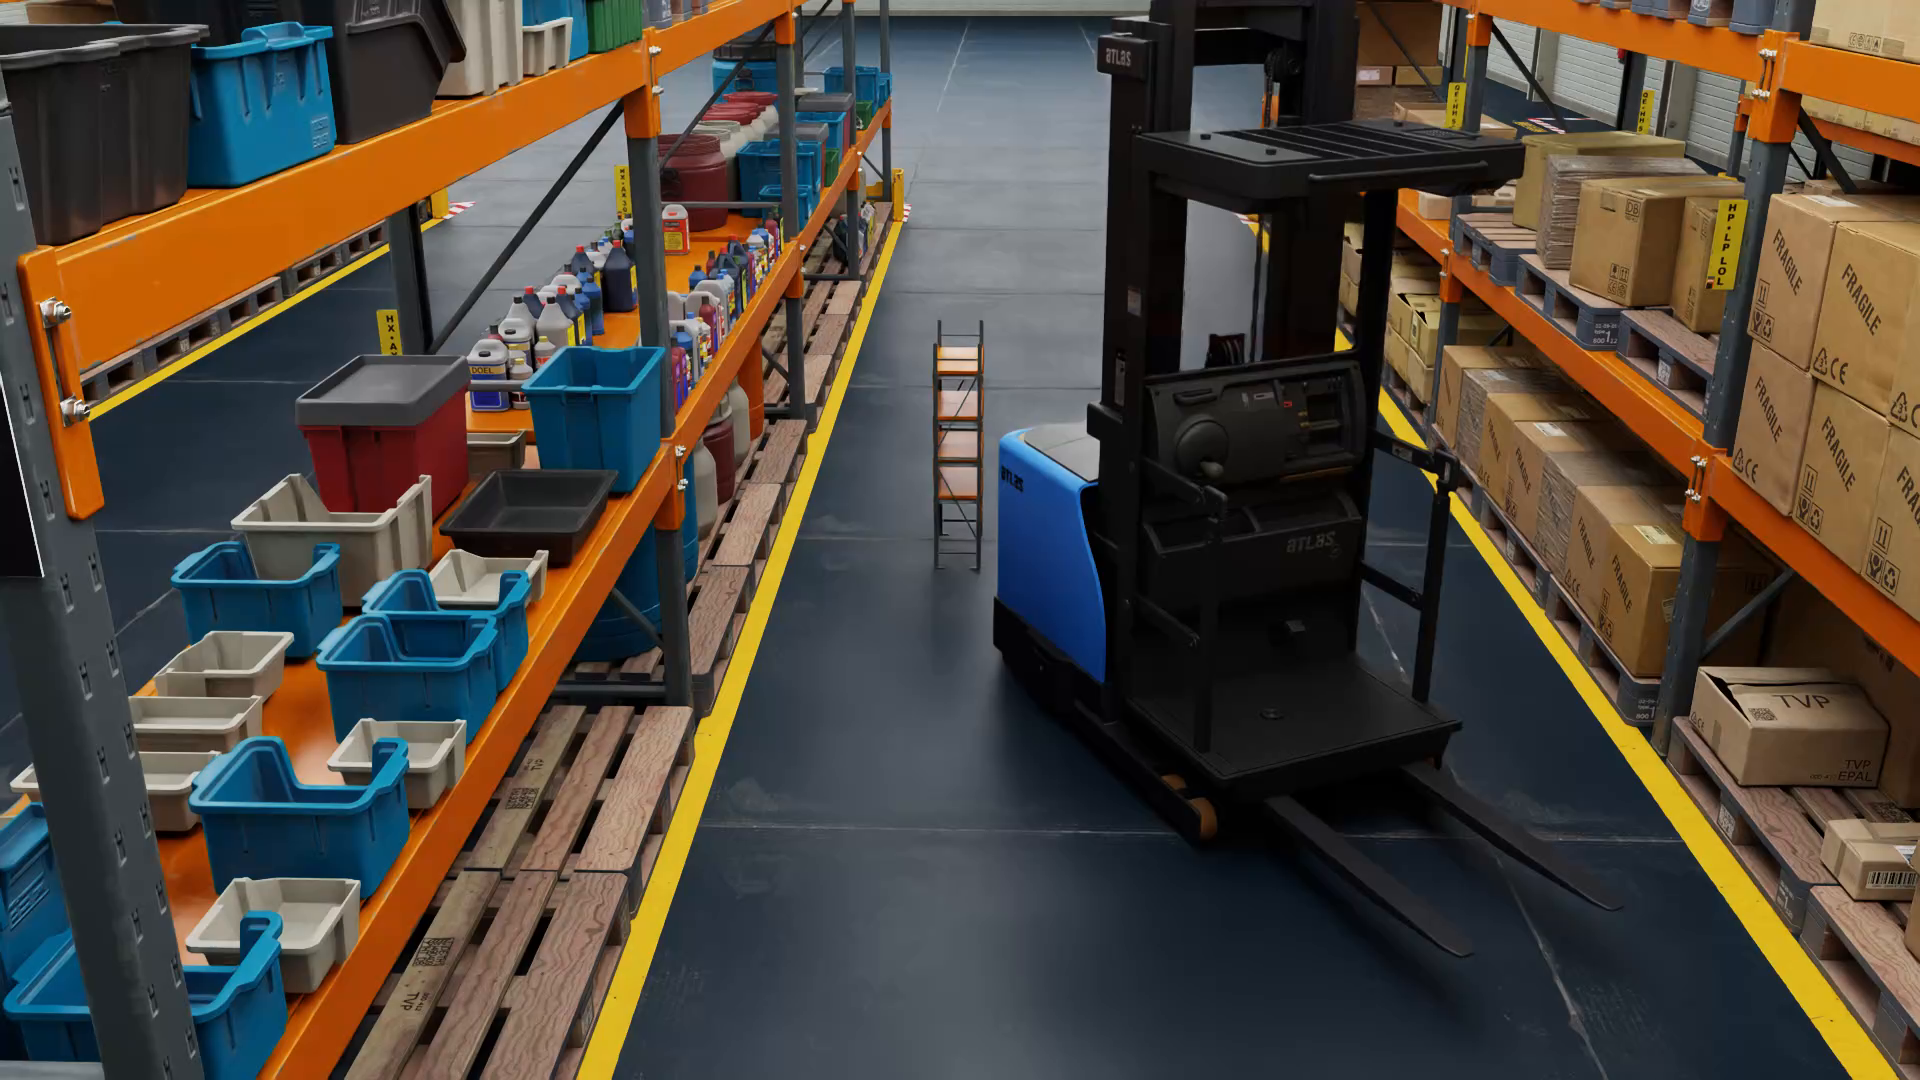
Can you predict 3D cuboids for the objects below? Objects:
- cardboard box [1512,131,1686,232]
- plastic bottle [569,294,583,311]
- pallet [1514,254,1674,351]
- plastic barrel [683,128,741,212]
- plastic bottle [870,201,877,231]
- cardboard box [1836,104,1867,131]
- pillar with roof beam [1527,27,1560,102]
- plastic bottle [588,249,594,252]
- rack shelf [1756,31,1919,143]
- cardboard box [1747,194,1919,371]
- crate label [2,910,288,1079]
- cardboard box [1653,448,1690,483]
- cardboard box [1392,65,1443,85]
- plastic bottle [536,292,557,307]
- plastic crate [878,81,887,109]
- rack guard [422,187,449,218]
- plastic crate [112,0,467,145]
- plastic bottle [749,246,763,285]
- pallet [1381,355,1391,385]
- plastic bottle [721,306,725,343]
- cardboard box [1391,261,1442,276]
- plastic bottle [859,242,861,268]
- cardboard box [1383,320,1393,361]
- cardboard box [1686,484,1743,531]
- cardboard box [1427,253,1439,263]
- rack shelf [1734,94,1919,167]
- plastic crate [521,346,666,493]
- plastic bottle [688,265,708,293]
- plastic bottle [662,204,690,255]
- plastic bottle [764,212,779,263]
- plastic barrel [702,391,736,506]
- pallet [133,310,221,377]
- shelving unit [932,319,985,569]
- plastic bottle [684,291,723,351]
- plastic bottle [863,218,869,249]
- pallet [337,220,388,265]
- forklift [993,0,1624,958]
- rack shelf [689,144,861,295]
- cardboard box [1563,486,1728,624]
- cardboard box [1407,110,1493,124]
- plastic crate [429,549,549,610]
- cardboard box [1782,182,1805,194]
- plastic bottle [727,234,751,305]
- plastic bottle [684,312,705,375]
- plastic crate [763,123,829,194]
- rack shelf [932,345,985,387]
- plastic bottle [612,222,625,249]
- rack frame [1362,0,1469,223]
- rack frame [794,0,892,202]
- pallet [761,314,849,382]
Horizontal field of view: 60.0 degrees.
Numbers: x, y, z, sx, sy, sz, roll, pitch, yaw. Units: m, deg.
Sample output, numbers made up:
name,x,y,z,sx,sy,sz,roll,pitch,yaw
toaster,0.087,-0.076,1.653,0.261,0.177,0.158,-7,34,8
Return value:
name,x,y,z,sx,sy,sz,roll,pitch,yaw
cardboard box,3.557,-1.987,9.285,0.700,0.500,0.500,-7,22,-16
plastic bottle,-1.769,-0.989,7.609,0.097,0.271,0.097,0,21,0
pallet,3.409,-1.181,8.191,1.003,0.211,1.213,1,21,2
plastic barrel,-1.670,-2.456,11.057,0.421,0.512,0.421,0,21,0
plastic bottle,-0.848,-3.149,16.146,0.061,0.283,0.133,1,21,3
cardboard box,8.271,-3.843,14.966,0.500,0.250,0.500,1,21,1
pillar with roof beam,5.563,-11.733,26.829,9.100,9.000,0.400,1,21,2
plastic bottle,-1.890,-1.357,8.558,0.097,0.271,0.097,0,21,0
rack shelf,3.281,-0.867,3.965,1.077,0.370,4.000,1,21,2
cardboard box,3.046,-0.873,5.611,0.500,0.500,0.500,1,21,3
crate label,-1.395,0.827,2.898,0.416,0.233,0.303,1,21,2
cardboard box,3.630,-0.450,7.854,0.500,0.250,0.500,1,21,2
cardboard box,3.787,-3.864,13.806,0.380,0.149,0.250,1,21,2
plastic bottle,-1.894,-0.986,7.595,0.152,0.276,0.135,1,21,2
plastic crate,-0.986,-4.434,16.515,0.499,0.251,0.408,1,21,2
rack guard,-6.198,-3.784,18.089,1.175,0.500,0.348,1,21,2
plastic crate,-1.410,-1.056,3.542,0.504,0.338,0.767,1,21,2
plastic bottle,-1.117,-1.485,8.984,0.097,0.201,0.097,0,21,0
pallet,3.567,-1.411,12.373,1.003,0.211,1.213,1,21,2
plastic bottle,-1.156,-1.030,7.812,0.097,0.201,0.097,0,21,0
cardboard box,3.278,-1.893,12.205,0.500,0.311,0.500,1,21,3
plastic bottle,-0.918,-2.519,14.539,0.097,0.271,0.097,0,21,0
cardboard box,3.266,-1.449,11.836,0.500,0.250,0.500,1,21,3
cardboard box,3.605,0.068,7.555,0.500,0.500,0.500,1,21,2
cardboard box,3.832,-2.077,12.681,0.500,0.311,0.500,1,21,1
rack shelf,8.597,-3.754,15.553,1.077,0.370,4.000,1,21,2
plastic crate,-1.283,-0.431,5.933,0.392,0.384,0.575,1,21,2
plastic bottle,-1.287,-1.219,8.201,0.097,0.271,0.097,0,21,0
plastic bottle,-1.672,-1.817,9.737,0.152,0.276,0.135,1,21,2
plastic bottle,-1.081,-1.741,9.530,0.061,0.283,0.133,1,21,2
plastic barrel,-1.520,-0.516,8.964,0.600,0.588,0.708,1,21,2
pallet,-6.373,-1.506,12.620,1.003,0.211,1.213,1,21,2
shelving unit,-0.005,-0.500,8.658,0.258,1.200,0.503,1,21,2
plastic bottle,-1.186,-1.023,7.691,0.152,0.276,0.135,1,21,2
plastic bottle,-0.874,-2.829,15.321,0.061,0.283,0.133,2,21,4
pallet,-6.297,-2.916,16.252,1.003,0.211,1.213,1,21,2
forklift,1.220,-0.426,6.075,1.130,2.935,3.031,-9,23,-23
rack shelf,-1.427,-2.417,12.107,1.077,0.370,4.000,1,21,2
cardboard box,3.093,0.073,7.542,0.500,0.500,0.500,1,21,2
cardboard box,3.514,-2.817,12.005,0.500,0.500,0.500,1,21,2
plastic crate,-1.362,0.145,4.791,0.293,0.136,0.466,1,21,2
cardboard box,8.547,-3.515,17.051,0.500,0.311,0.500,-2,21,-4
plastic bottle,-1.155,-1.385,8.520,0.144,0.351,0.185,1,21,2
plastic bottle,-1.173,-0.860,7.277,0.097,0.271,0.097,0,21,0
plastic crate,-1.133,-2.640,11.598,0.402,0.464,0.583,1,21,2
rack shelf,-0.005,-0.866,8.516,0.258,0.148,0.480,1,21,2
plastic bottle,-1.888,-1.607,9.185,0.061,0.283,0.133,1,21,2
rack frame,3.585,-3.420,13.696,1.000,3.000,0.127,1,21,2
rack frame,-1.245,-4.922,17.567,1.000,3.000,0.127,1,21,2
pallet,-1.386,-1.449,12.472,1.003,0.211,1.213,1,21,2
